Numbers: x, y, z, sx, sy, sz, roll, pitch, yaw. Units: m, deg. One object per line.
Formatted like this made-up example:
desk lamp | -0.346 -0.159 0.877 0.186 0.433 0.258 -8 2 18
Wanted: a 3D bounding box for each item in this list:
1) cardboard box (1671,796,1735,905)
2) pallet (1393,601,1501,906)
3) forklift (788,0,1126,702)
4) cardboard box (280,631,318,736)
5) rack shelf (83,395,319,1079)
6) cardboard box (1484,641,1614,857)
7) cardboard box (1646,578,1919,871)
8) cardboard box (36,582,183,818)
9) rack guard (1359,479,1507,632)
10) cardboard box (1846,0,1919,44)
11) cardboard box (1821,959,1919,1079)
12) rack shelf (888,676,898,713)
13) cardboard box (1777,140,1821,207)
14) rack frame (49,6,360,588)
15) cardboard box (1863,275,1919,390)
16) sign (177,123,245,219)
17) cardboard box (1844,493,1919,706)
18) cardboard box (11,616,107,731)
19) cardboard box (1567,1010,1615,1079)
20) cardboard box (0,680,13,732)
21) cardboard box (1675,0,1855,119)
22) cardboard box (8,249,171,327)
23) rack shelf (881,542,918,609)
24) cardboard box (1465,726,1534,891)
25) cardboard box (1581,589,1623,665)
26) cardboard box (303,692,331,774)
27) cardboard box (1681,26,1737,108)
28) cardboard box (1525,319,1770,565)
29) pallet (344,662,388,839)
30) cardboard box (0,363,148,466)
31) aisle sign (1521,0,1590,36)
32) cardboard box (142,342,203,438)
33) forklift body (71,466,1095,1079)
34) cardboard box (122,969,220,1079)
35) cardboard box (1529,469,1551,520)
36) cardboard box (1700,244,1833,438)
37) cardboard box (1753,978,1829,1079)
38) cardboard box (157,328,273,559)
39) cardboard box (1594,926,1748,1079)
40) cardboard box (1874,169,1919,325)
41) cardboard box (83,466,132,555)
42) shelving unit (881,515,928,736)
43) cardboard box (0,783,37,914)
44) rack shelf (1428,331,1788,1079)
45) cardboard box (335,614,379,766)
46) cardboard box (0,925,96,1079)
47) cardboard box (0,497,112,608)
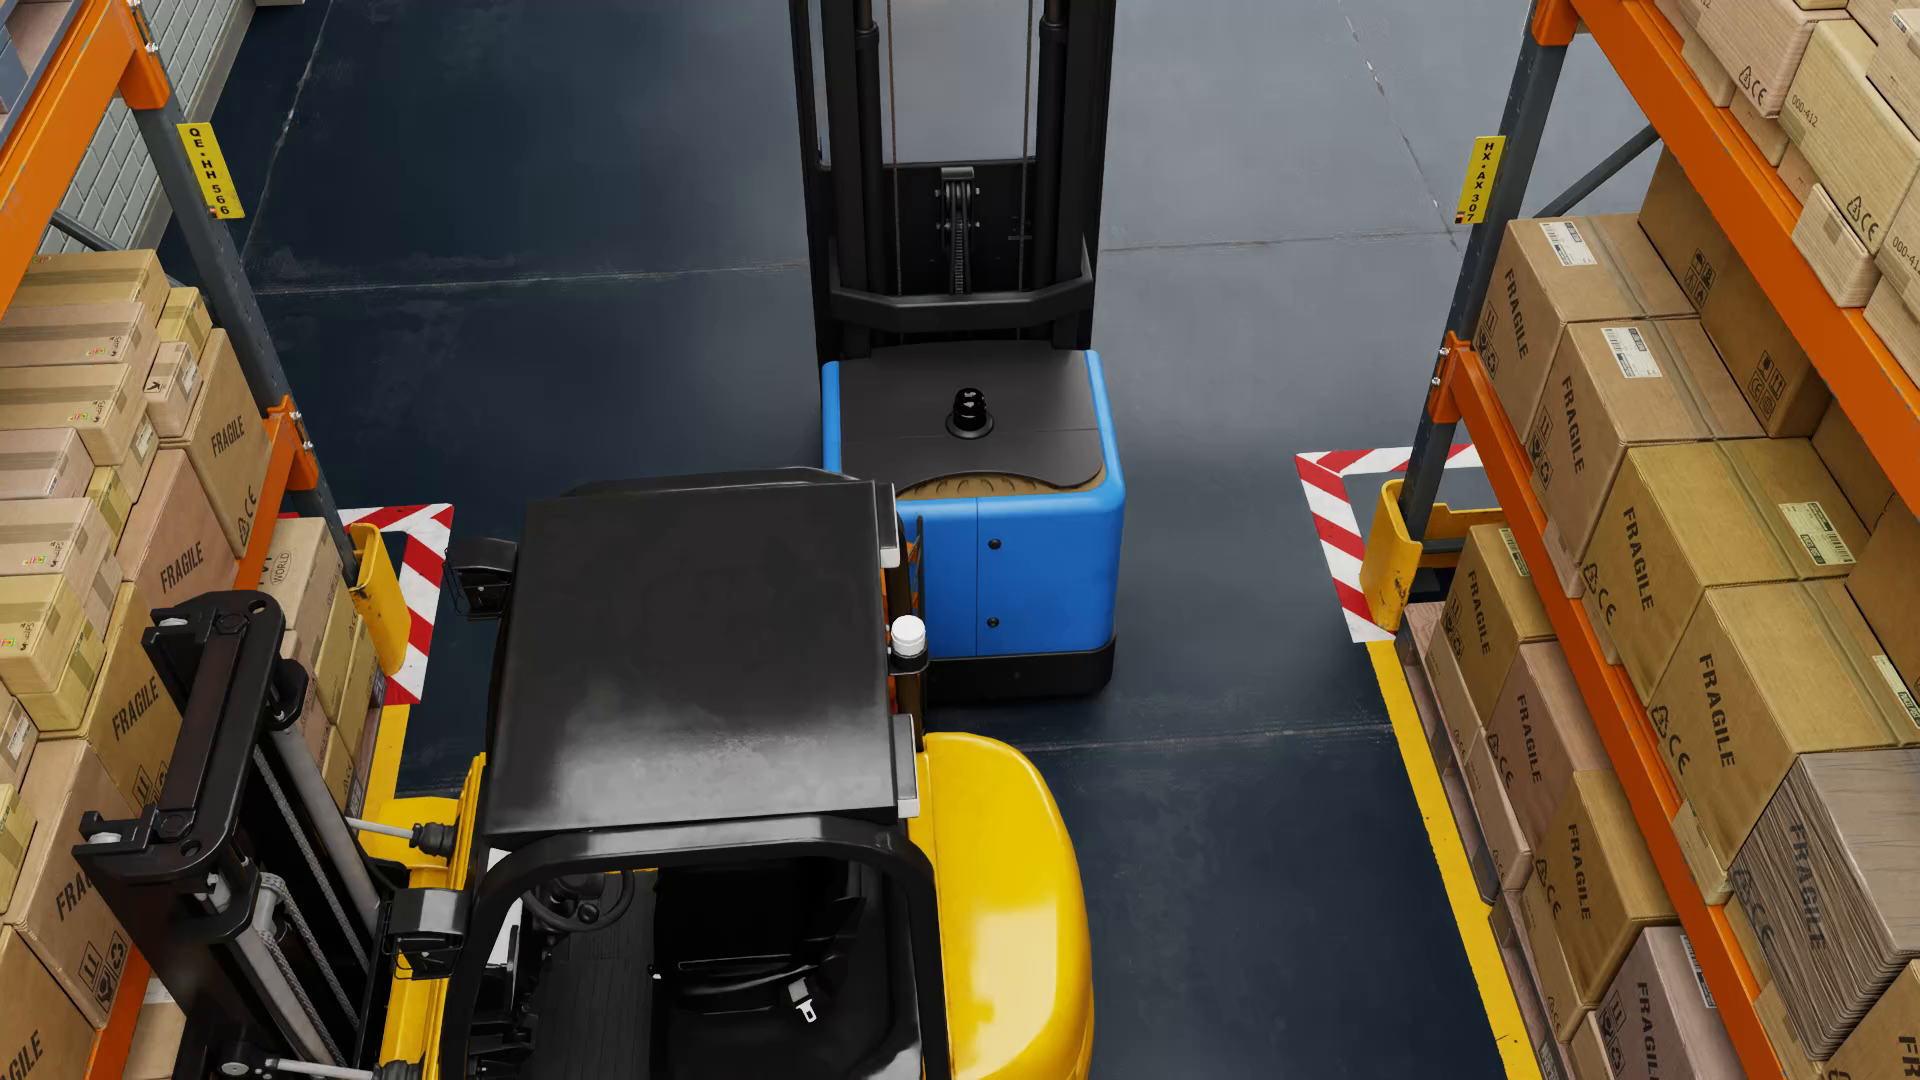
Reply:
cardboard box | 2.069 0.778 4.257 0.380 0.149 0.250 -3 47 -3
pallet | 2.242 0.721 6.058 1.003 0.211 1.213 -3 47 -3
forklift | -0.042 -1.460 6.250 1.130 2.935 3.031 -3 47 -3
cardboard box | -2.345 0.562 5.204 0.500 0.250 0.500 -3 47 -3
rack shelf | -2.576 1.116 4.259 1.077 0.370 4.000 -3 47 -3
cardboard box | 2.045 0.656 5.287 0.500 0.500 0.500 -5 47 -5
cardboard box | 2.107 0.451 4.120 0.500 0.500 0.500 -4 47 -4
cardboard box | -2.363 0.474 4.303 0.500 0.500 0.500 -4 47 -4
rack guard | 2.209 0.032 6.512 1.175 0.500 0.348 -3 47 -3
cardboard box | 2.089 -1.107 3.427 0.380 0.149 0.250 -4 47 -3
cardboard box | 2.203 1.196 3.414 0.500 0.500 0.500 -2 47 -2
rack shelf | -0.395 0.399 5.775 0.480 0.148 0.258 15 48 14
cardboard box | 2.078 -0.820 3.704 0.380 0.149 0.250 -5 47 -5
rack frame | -2.743 -0.578 5.368 1.000 3.000 0.127 -3 47 -3
cardboard box | 2.082 -0.445 3.349 0.380 0.149 0.250 -5 47 -4
sign | -2.201 -1.081 4.883 0.100 0.325 0.005 -3 47 -3
cardboard box | 2.547 0.092 3.771 0.700 0.500 0.500 -4 47 -4
cardboard box | -2.303 0.325 3.997 0.380 0.149 0.250 -3 47 -3
cardboard box | 2.128 1.648 4.864 0.500 0.250 0.500 -3 47 -3
cardboard box | -2.369 0.418 3.704 0.380 0.149 0.250 -3 47 -3
cardboard box | 2.012 -1.220 3.808 0.500 0.250 0.500 -4 47 -4
cardboard box | -2.503 -0.692 4.755 0.380 0.149 0.250 -3 47 -3
rack shelf | -0.395 0.082 5.441 0.480 0.148 0.258 15 48 14
cardboard box | 2.030 0.889 5.583 0.500 0.250 0.500 -2 47 -2
cardboard box | 2.032 0.212 4.792 0.380 0.149 0.250 -2 47 -2
cardboard box | -2.360 0.748 5.373 0.500 0.250 0.500 -4 47 -4
cardboard box | 2.006 -1.190 4.054 0.380 0.149 0.250 -2 47 -2
cardboard box | 2.013 -0.285 4.817 0.500 0.500 0.500 -2 47 -2
pallet | -2.637 0.931 5.859 1.003 0.211 1.213 -3 47 -3
cardboard box | -2.403 -0.327 4.410 0.380 0.149 0.250 -3 47 -2
aisle sign | 1.889 -1.802 4.737 0.394 0.787 0.004 -3 47 -3
cardboard box | -2.384 -0.419 4.701 0.380 0.149 0.250 -3 47 -3
forklift body | -0.766 0.975 4.482 2.313 2.155 1.214 -3 47 -3
cardboard box | -2.258 1.294 4.511 0.500 0.250 0.500 -4 47 -4
cardboard box | 2.002 -0.159 5.144 0.380 0.149 0.250 -5 47 -5
cardboard box | 2.498 -0.640 4.464 0.700 0.500 0.500 -3 47 -3
cardboard box | 2.119 1.149 3.905 0.380 0.149 0.250 -4 47 -4
cardboard box | -2.440 -0.272 5.010 0.500 0.500 0.500 -4 47 -4
cardboard box | 2.133 1.406 4.577 0.500 0.500 0.500 -1 47 -1
cardboard box | 2.103 -0.476 3.104 0.500 0.250 0.500 -3 47 -2
cardboard box | -2.414 -0.047 4.350 0.380 0.149 0.250 -4 47 -4
shelving unit | -0.395 0.352 5.726 0.503 1.200 0.258 15 48 14
cardboard box | -2.282 0.692 3.650 0.380 0.149 0.250 -4 47 -4
rack shelf | 2.370 0.812 4.547 1.077 0.370 4.000 -3 47 -3
cardboard box | -2.389 0.544 5.910 0.500 0.250 0.500 -3 47 -3
cardboard box | -2.289 1.202 3.613 0.500 0.500 0.500 -4 47 -4
cardboard box | -2.323 0.039 4.063 0.380 0.149 0.250 -2 47 -2
